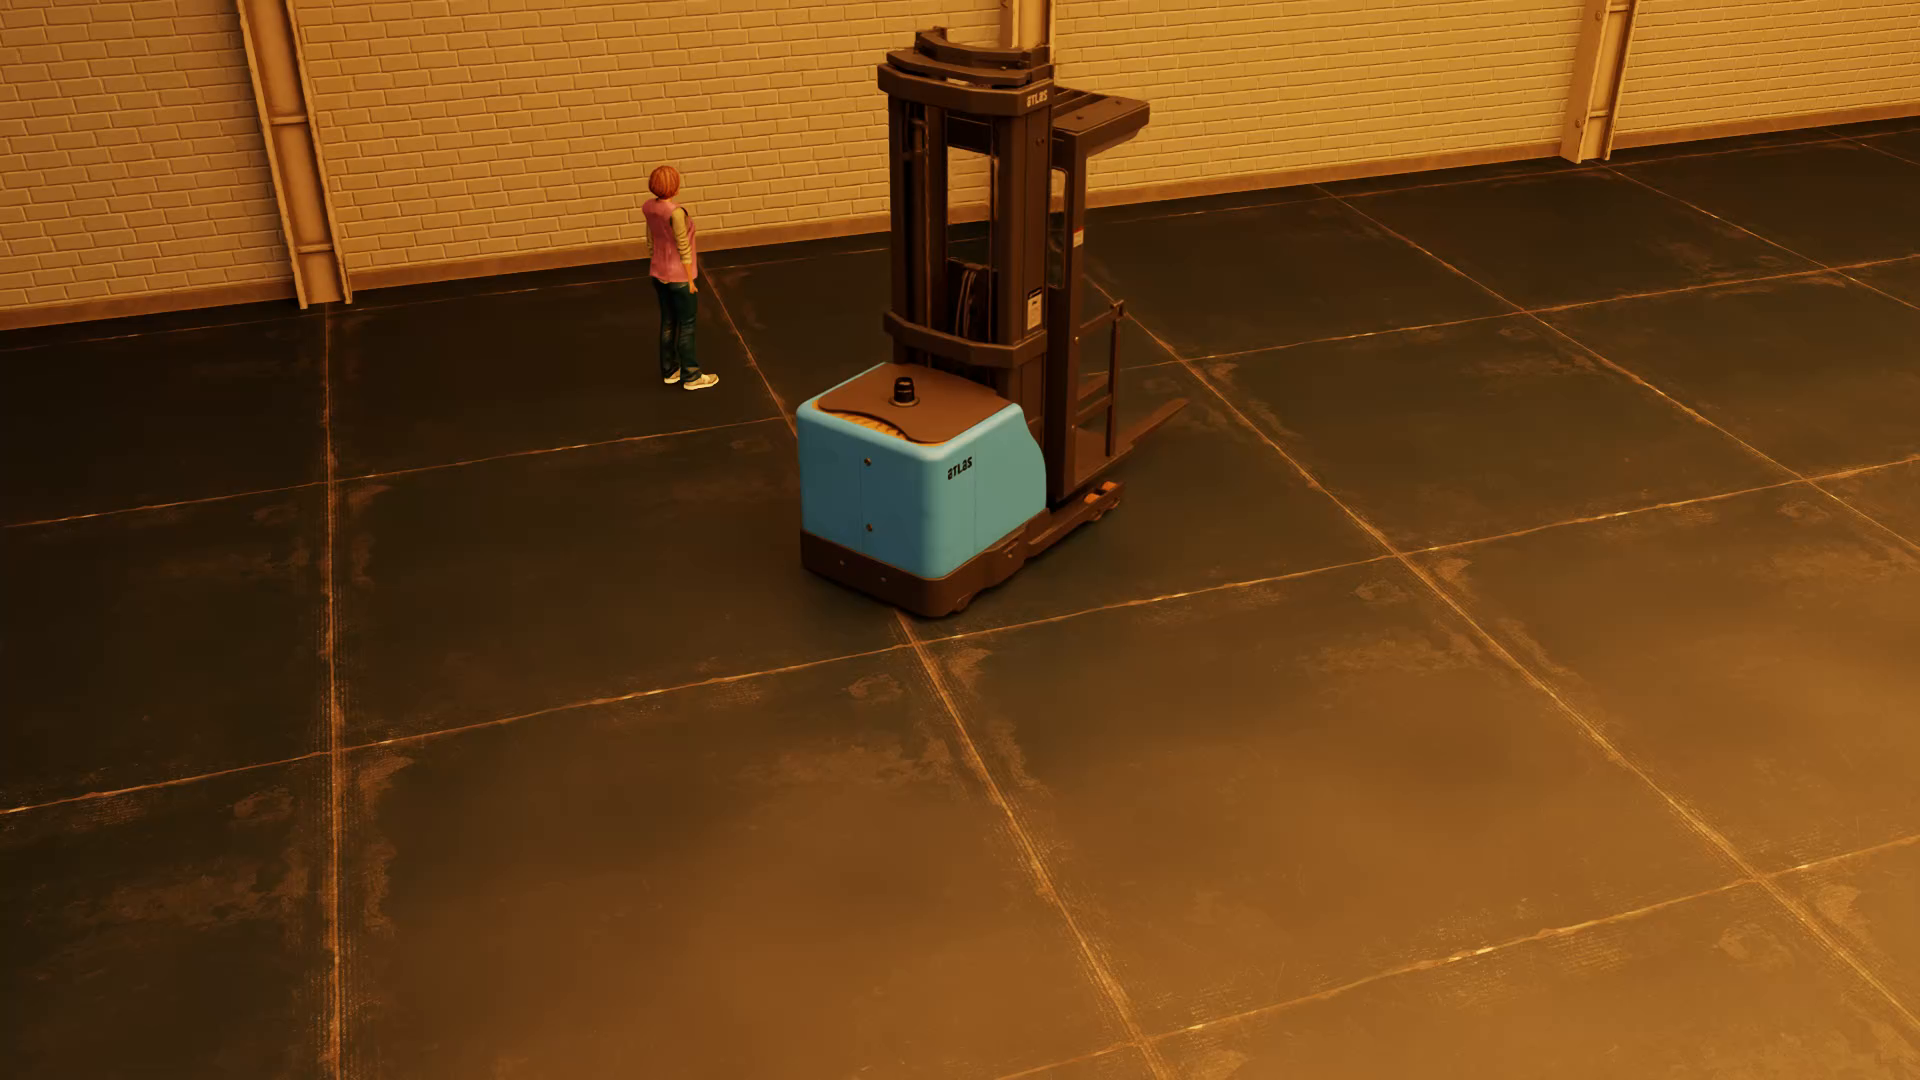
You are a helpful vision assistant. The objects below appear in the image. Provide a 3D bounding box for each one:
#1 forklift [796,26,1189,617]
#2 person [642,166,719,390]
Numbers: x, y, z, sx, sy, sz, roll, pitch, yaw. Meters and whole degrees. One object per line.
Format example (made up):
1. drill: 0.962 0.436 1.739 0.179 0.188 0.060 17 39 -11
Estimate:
1. forklift: 0.367 -1.521 9.731 1.130 2.935 3.031 21 36 32
2. person: -1.983 -1.831 11.605 0.409 1.602 0.326 22 37 33
